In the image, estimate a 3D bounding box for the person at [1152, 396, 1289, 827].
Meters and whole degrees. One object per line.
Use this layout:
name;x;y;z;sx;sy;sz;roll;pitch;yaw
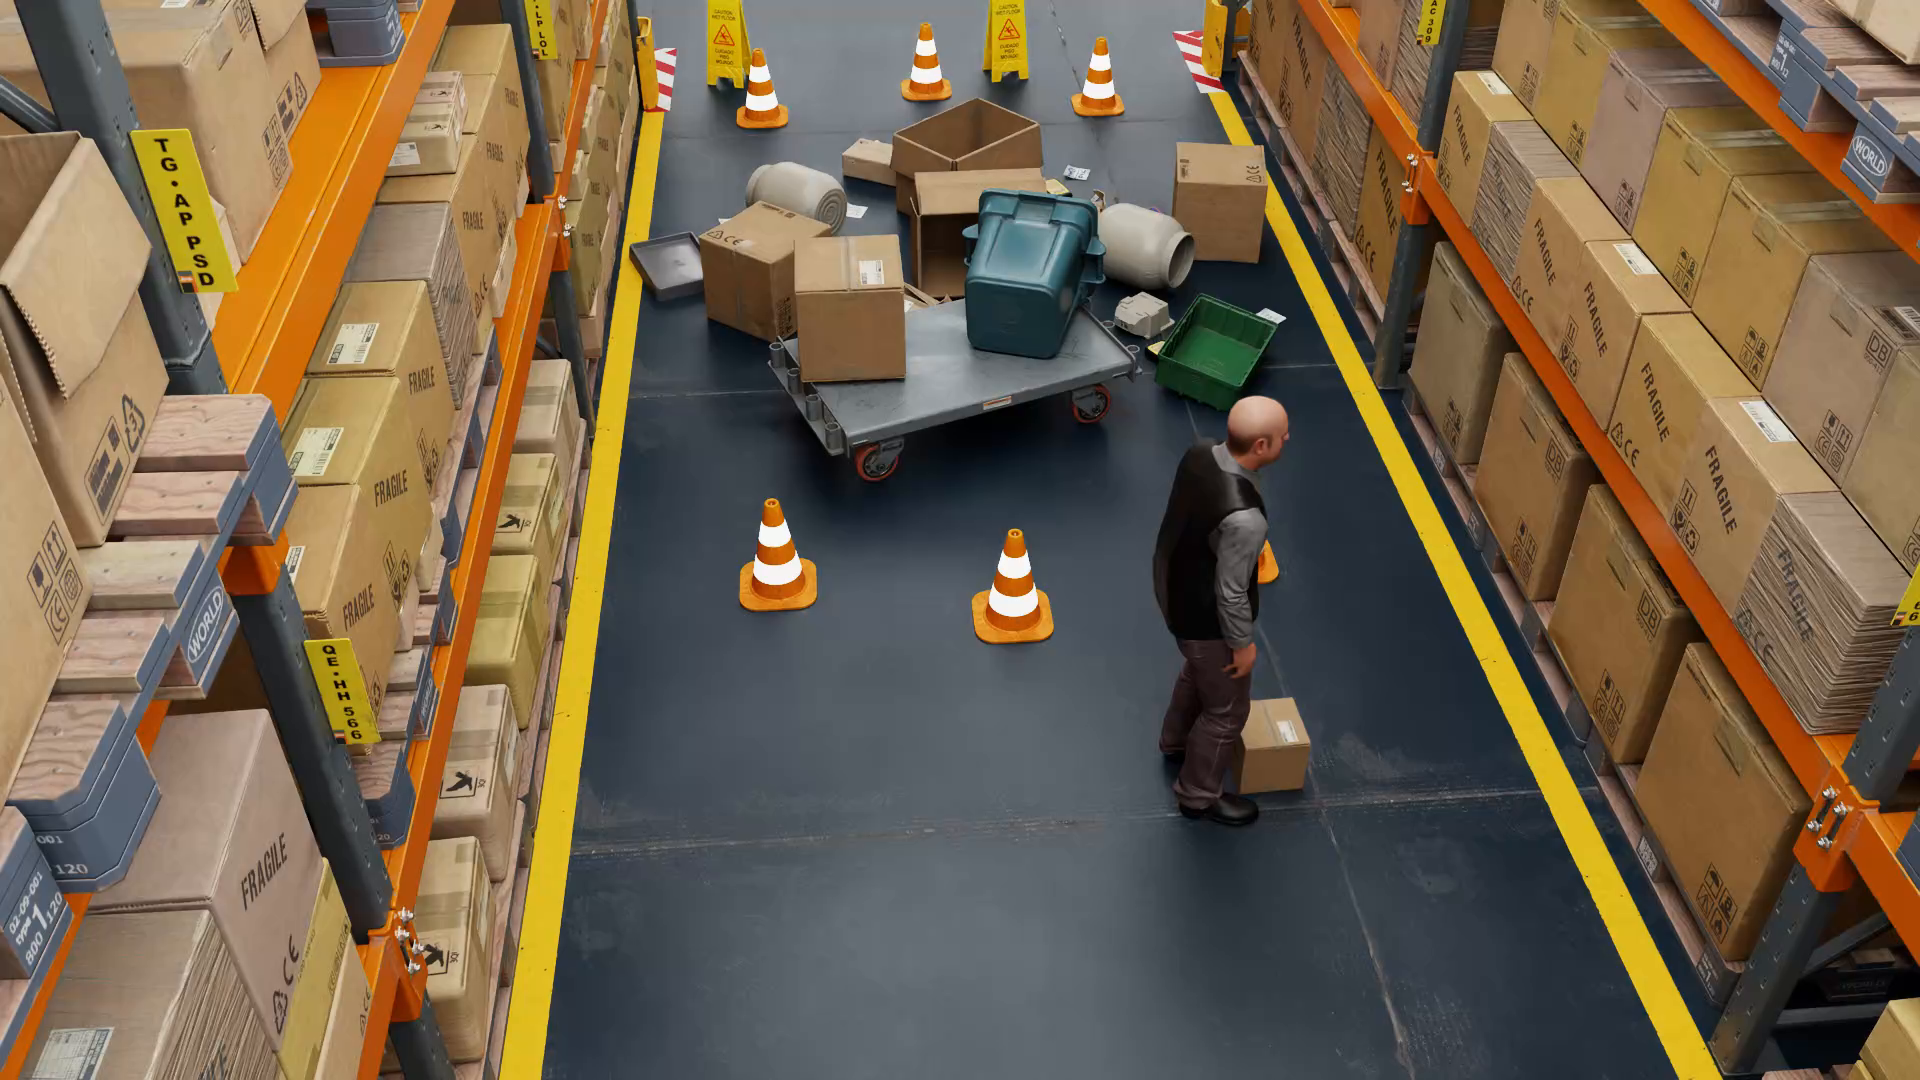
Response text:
person;0.892;0.237;5.880;0.426;1.719;0.578;-5;39;-6
